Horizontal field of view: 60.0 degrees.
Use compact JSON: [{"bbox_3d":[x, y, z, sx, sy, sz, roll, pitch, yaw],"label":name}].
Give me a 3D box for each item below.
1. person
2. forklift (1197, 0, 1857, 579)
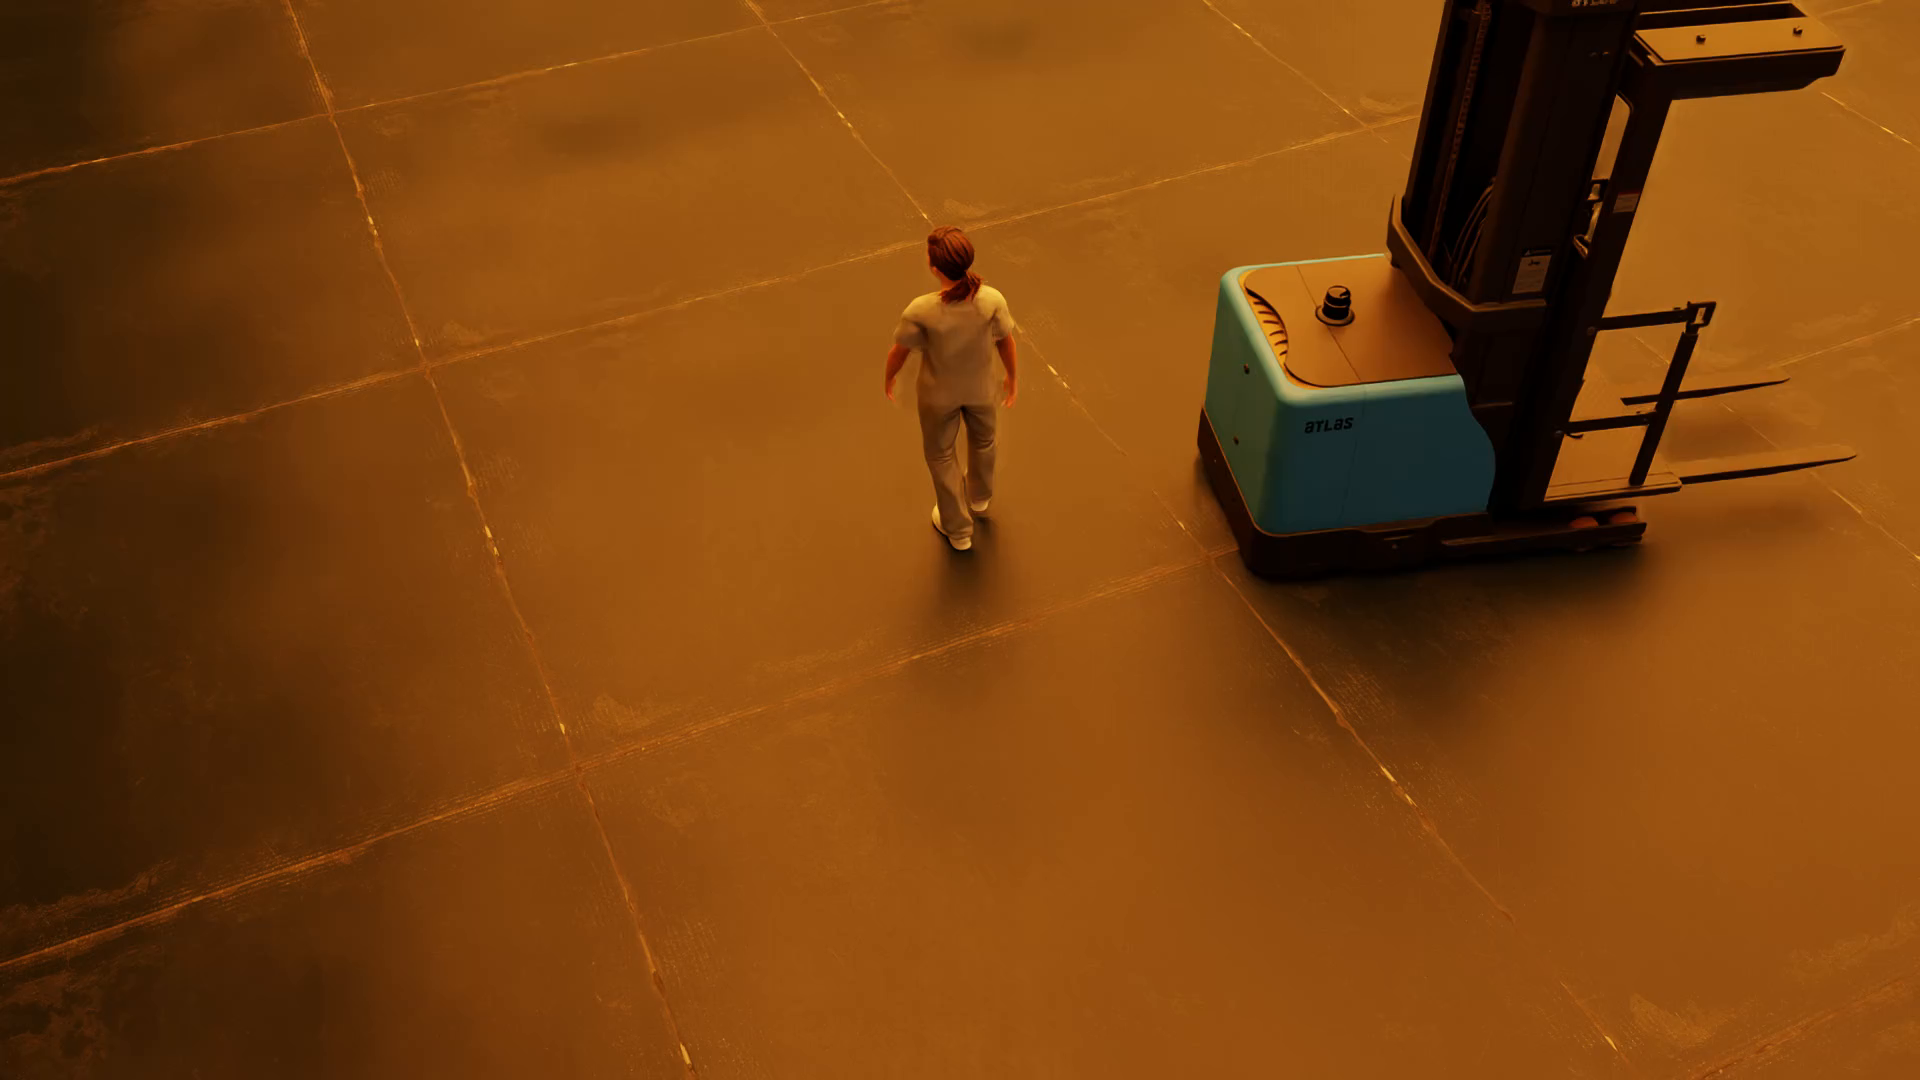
[{"bbox_3d":[-0.052,-0.722,7.389,0.577,1.658,0.574,-10,44,-10],"label":"person"},{"bbox_3d":[2.738,-1.370,7.148,3.031,2.935,1.130,-6,43,-7],"label":"forklift"}]
